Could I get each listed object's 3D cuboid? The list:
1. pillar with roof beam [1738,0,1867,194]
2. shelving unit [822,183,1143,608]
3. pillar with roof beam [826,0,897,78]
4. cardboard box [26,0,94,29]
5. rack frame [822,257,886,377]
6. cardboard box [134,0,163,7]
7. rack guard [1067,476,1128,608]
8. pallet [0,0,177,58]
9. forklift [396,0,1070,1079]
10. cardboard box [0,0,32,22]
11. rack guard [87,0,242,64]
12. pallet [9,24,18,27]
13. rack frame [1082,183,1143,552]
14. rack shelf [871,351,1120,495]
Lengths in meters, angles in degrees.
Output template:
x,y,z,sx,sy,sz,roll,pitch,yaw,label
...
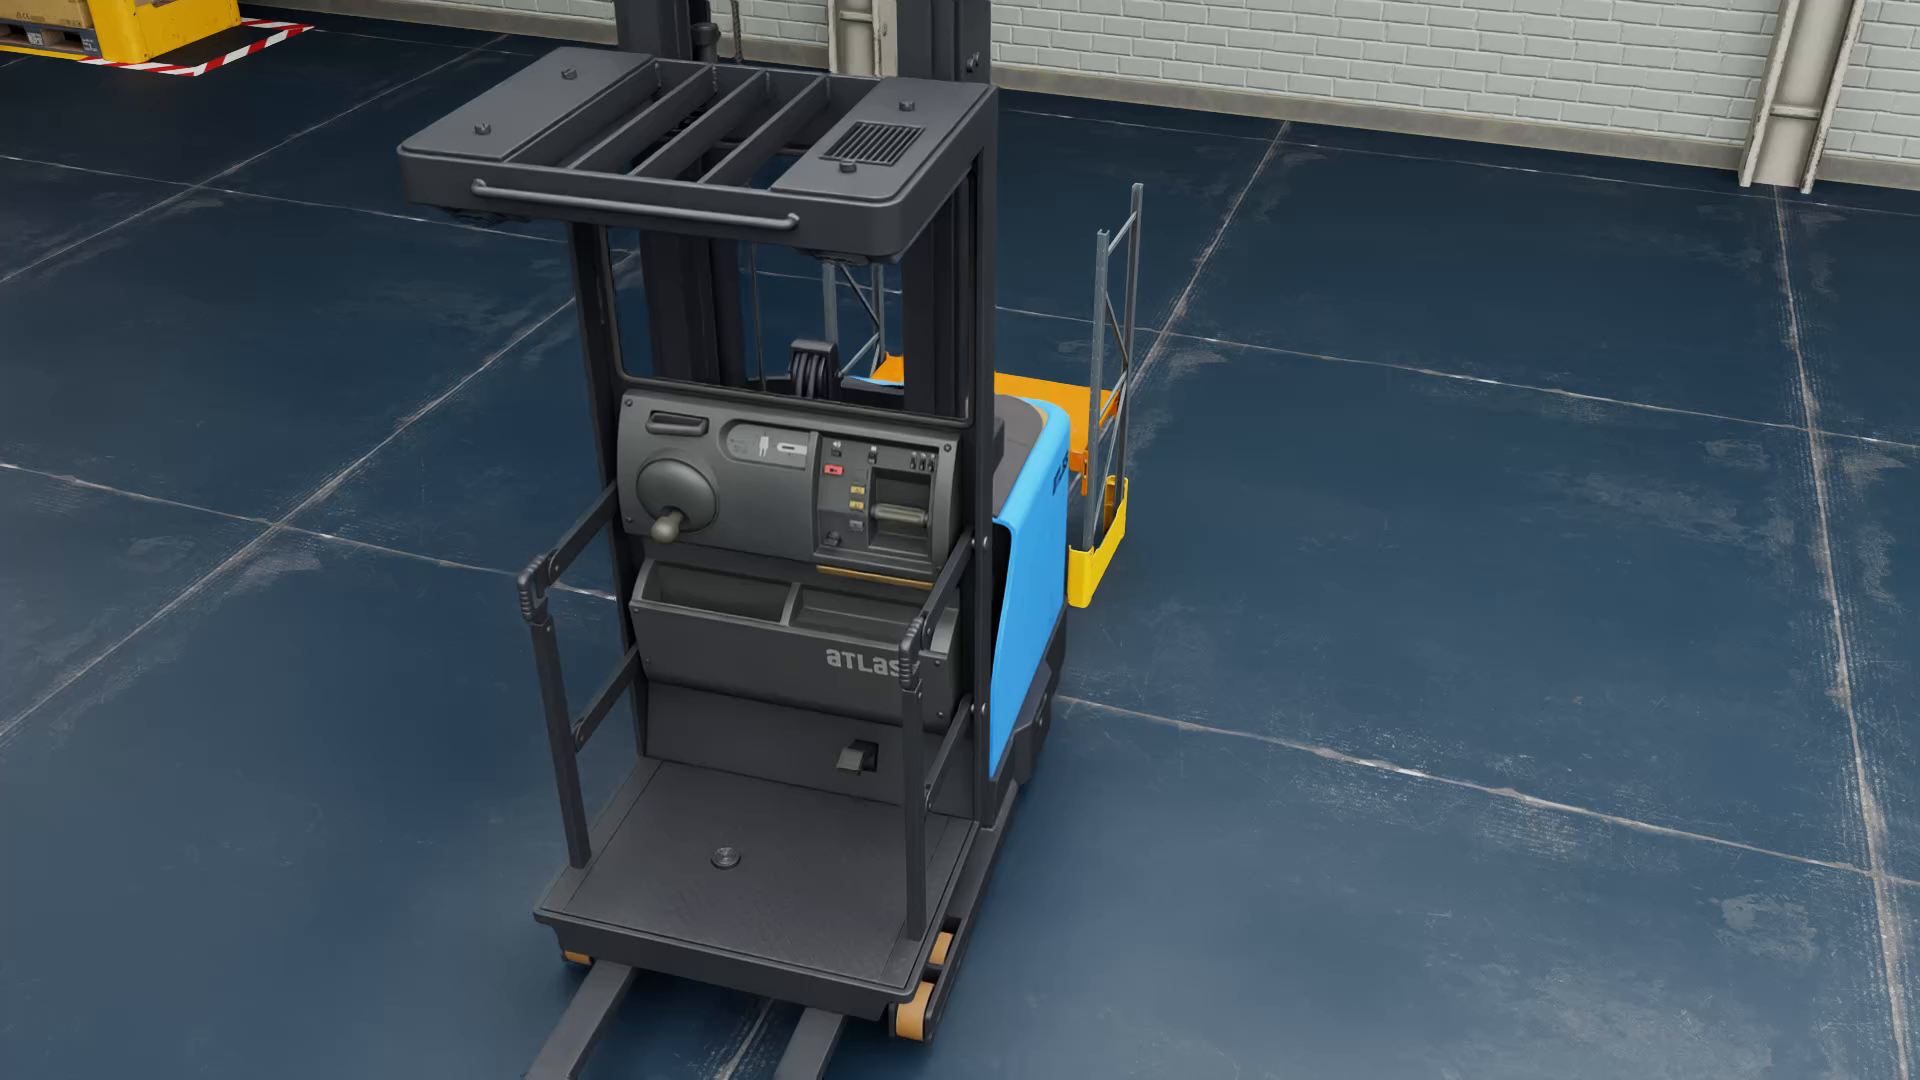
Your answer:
x,y,z,sx,sy,sz,roll,pitch,yaw,label
3.509,-3.771,4.295,0.400,9.000,9.100,11,34,16,pillar with roof beam
0.072,-0.616,6.322,1.083,1.500,0.587,11,34,16,shelving unit
-2.139,-4.869,5.995,0.400,9.000,9.100,11,34,16,pillar with roof beam
-6.532,-4.003,12.333,0.500,0.250,0.500,11,35,17,cardboard box
-0.398,-0.707,6.463,0.032,1.500,0.500,11,34,16,rack frame
-6.380,-4.268,12.743,0.500,0.250,0.500,11,34,17,cardboard box
0.541,0.000,6.519,0.087,0.250,0.587,11,34,16,rack guard
-6.717,-4.004,12.757,1.213,0.211,1.003,11,34,16,pallet
-0.518,-0.087,4.182,1.130,2.935,3.031,9,34,13,forklift
-6.997,-4.099,12.481,0.500,0.250,0.500,11,34,16,cardboard box
-5.961,-4.003,12.489,0.348,0.500,1.175,11,34,16,rack guard
-7.862,-4.229,13.105,1.213,0.211,1.003,11,34,16,pallet
0.559,-0.521,6.175,0.032,1.500,0.500,11,34,16,rack frame
0.080,-0.463,6.417,1.000,0.185,0.538,11,34,16,rack shelf
